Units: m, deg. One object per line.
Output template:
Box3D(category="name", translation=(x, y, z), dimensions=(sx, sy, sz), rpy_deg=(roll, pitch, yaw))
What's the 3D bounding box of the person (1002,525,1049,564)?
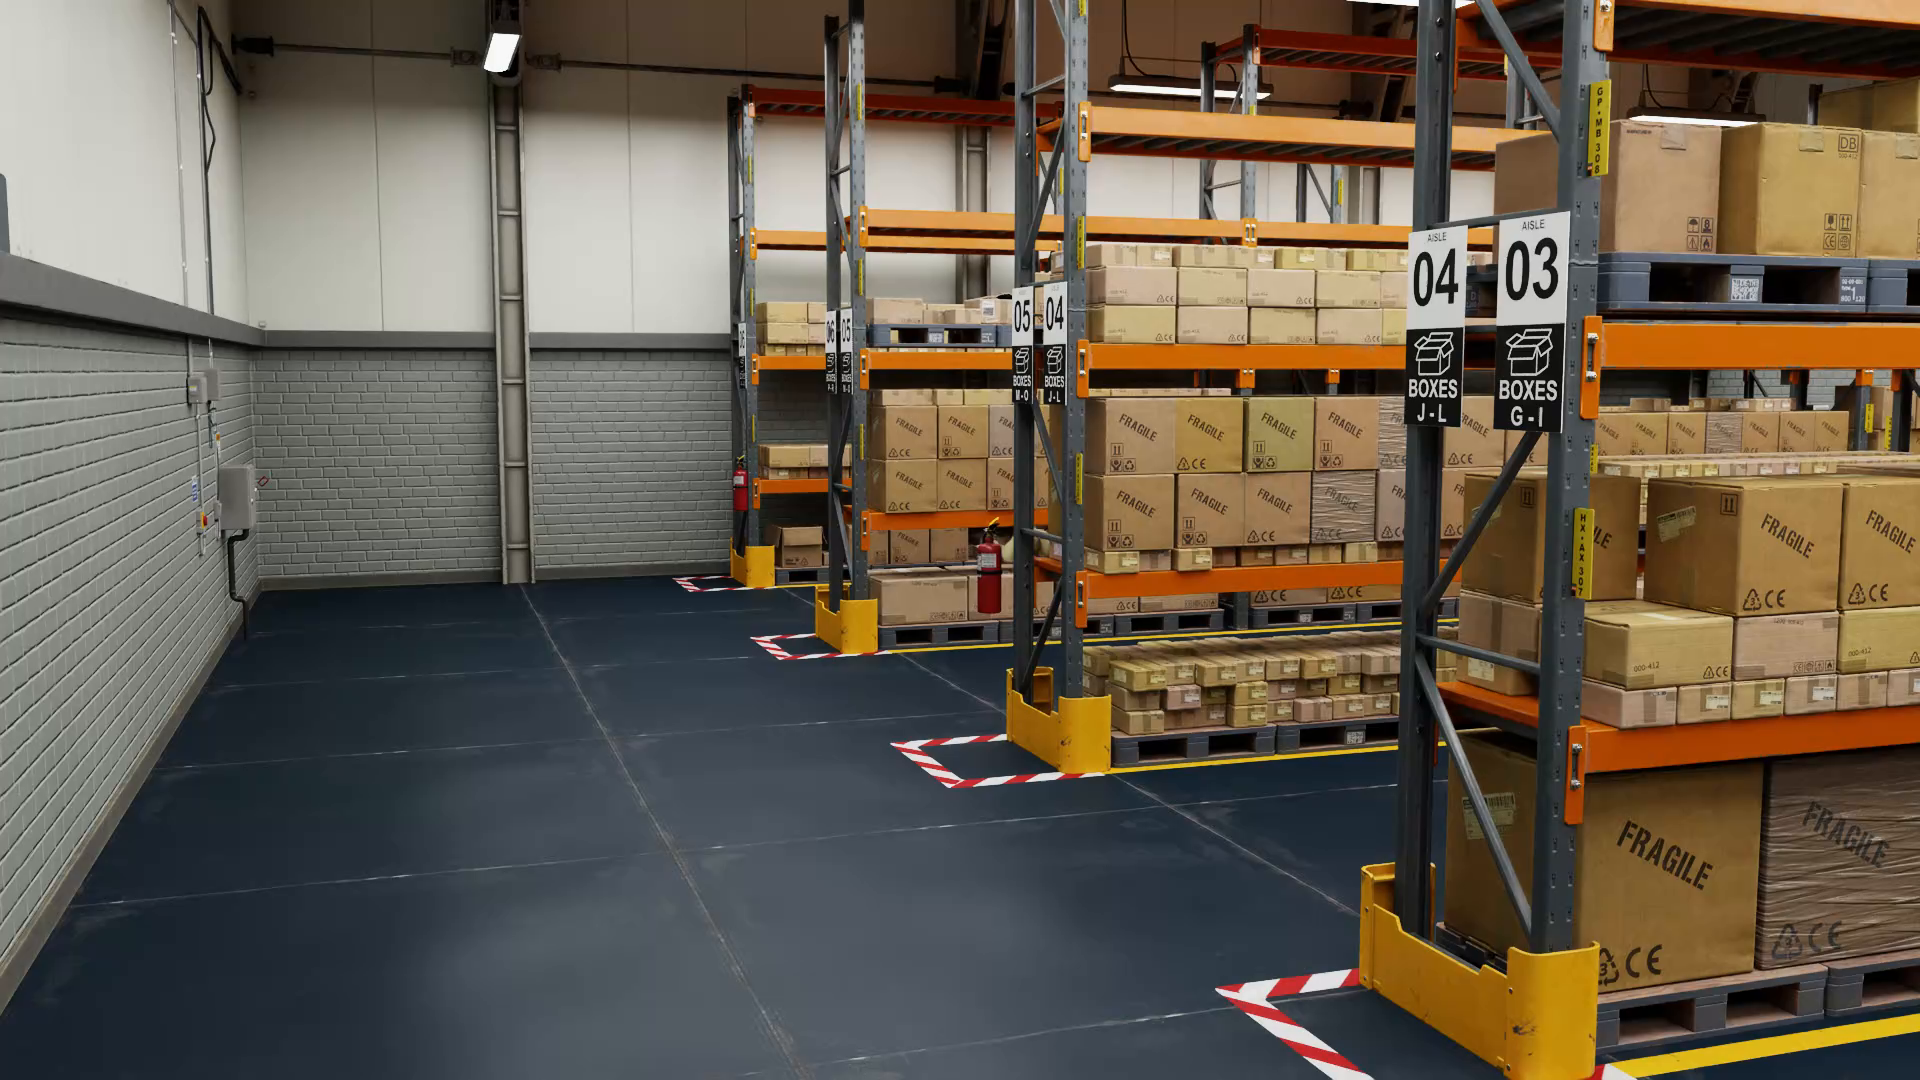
Box3D(category="person", translation=(0.842, 0.221, 19.547), dimensions=(0.802, 0.857, 0.486), rpy_deg=(-2, 6, -19))
